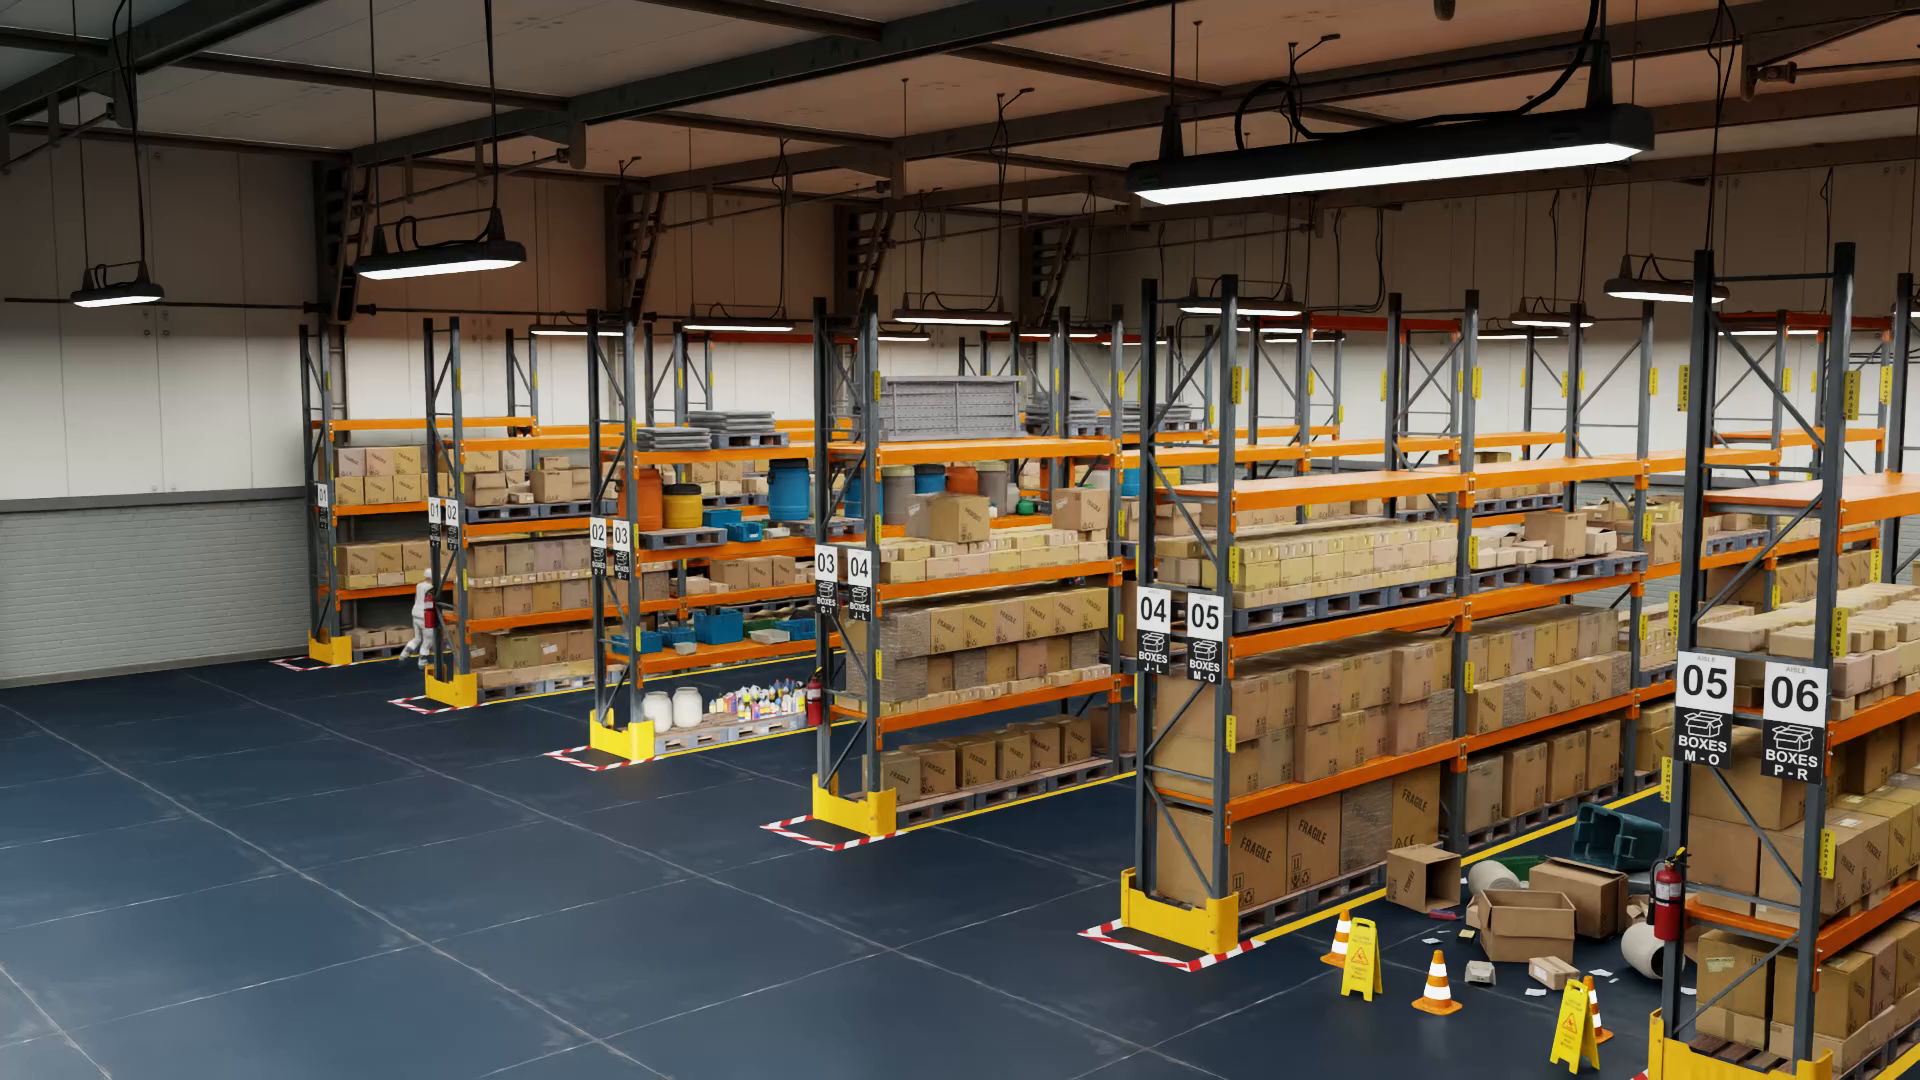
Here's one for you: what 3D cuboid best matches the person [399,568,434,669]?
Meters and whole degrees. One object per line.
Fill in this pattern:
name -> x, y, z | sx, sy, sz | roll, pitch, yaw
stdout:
person -> -9.407, 1.370, 28.966 | 0.711, 1.758, 0.587 | -5, 8, -41
